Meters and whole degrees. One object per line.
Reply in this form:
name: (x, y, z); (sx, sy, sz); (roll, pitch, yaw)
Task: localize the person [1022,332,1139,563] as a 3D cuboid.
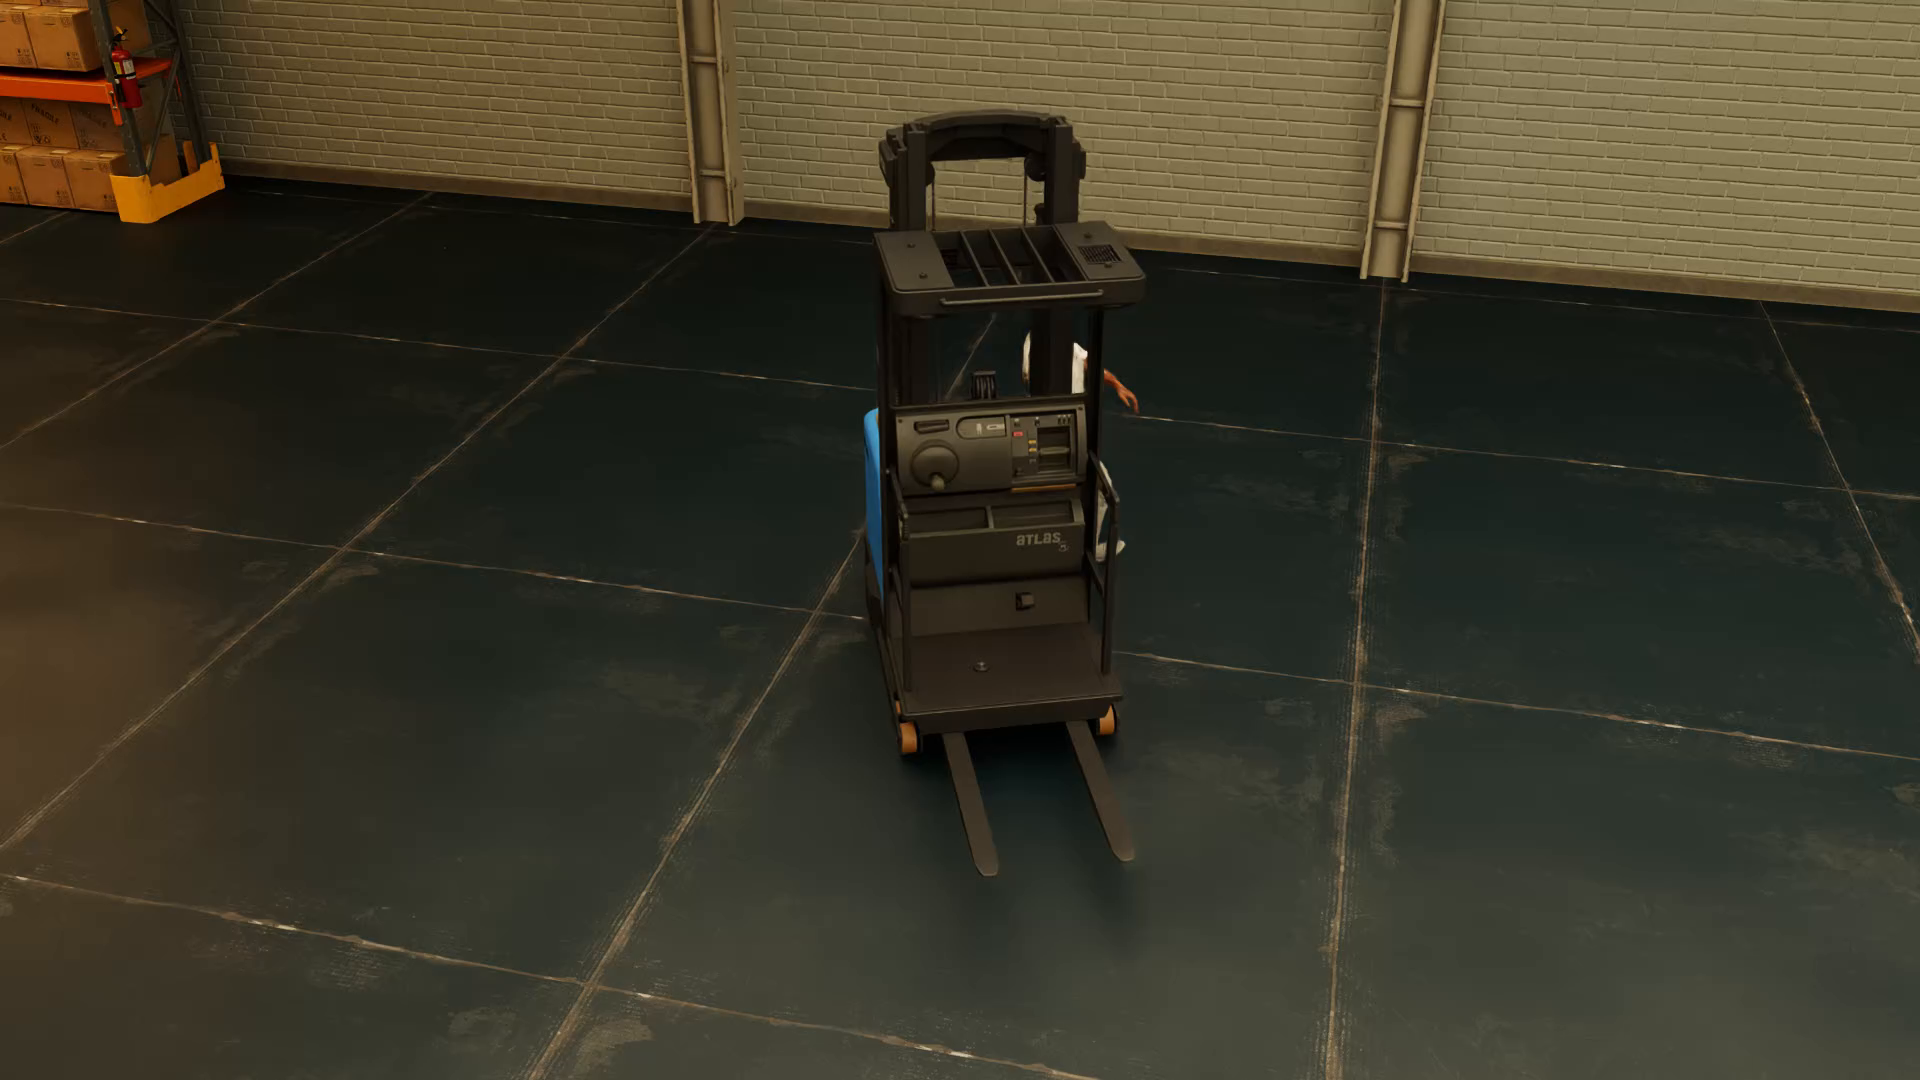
person: (0.602, -0.638, 9.598); (0.859, 1.687, 0.758); (-1, 30, -2)

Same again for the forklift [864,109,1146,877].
forklift: (0.190, -0.400, 7.875); (1.130, 2.935, 3.031); (-4, 30, -8)
